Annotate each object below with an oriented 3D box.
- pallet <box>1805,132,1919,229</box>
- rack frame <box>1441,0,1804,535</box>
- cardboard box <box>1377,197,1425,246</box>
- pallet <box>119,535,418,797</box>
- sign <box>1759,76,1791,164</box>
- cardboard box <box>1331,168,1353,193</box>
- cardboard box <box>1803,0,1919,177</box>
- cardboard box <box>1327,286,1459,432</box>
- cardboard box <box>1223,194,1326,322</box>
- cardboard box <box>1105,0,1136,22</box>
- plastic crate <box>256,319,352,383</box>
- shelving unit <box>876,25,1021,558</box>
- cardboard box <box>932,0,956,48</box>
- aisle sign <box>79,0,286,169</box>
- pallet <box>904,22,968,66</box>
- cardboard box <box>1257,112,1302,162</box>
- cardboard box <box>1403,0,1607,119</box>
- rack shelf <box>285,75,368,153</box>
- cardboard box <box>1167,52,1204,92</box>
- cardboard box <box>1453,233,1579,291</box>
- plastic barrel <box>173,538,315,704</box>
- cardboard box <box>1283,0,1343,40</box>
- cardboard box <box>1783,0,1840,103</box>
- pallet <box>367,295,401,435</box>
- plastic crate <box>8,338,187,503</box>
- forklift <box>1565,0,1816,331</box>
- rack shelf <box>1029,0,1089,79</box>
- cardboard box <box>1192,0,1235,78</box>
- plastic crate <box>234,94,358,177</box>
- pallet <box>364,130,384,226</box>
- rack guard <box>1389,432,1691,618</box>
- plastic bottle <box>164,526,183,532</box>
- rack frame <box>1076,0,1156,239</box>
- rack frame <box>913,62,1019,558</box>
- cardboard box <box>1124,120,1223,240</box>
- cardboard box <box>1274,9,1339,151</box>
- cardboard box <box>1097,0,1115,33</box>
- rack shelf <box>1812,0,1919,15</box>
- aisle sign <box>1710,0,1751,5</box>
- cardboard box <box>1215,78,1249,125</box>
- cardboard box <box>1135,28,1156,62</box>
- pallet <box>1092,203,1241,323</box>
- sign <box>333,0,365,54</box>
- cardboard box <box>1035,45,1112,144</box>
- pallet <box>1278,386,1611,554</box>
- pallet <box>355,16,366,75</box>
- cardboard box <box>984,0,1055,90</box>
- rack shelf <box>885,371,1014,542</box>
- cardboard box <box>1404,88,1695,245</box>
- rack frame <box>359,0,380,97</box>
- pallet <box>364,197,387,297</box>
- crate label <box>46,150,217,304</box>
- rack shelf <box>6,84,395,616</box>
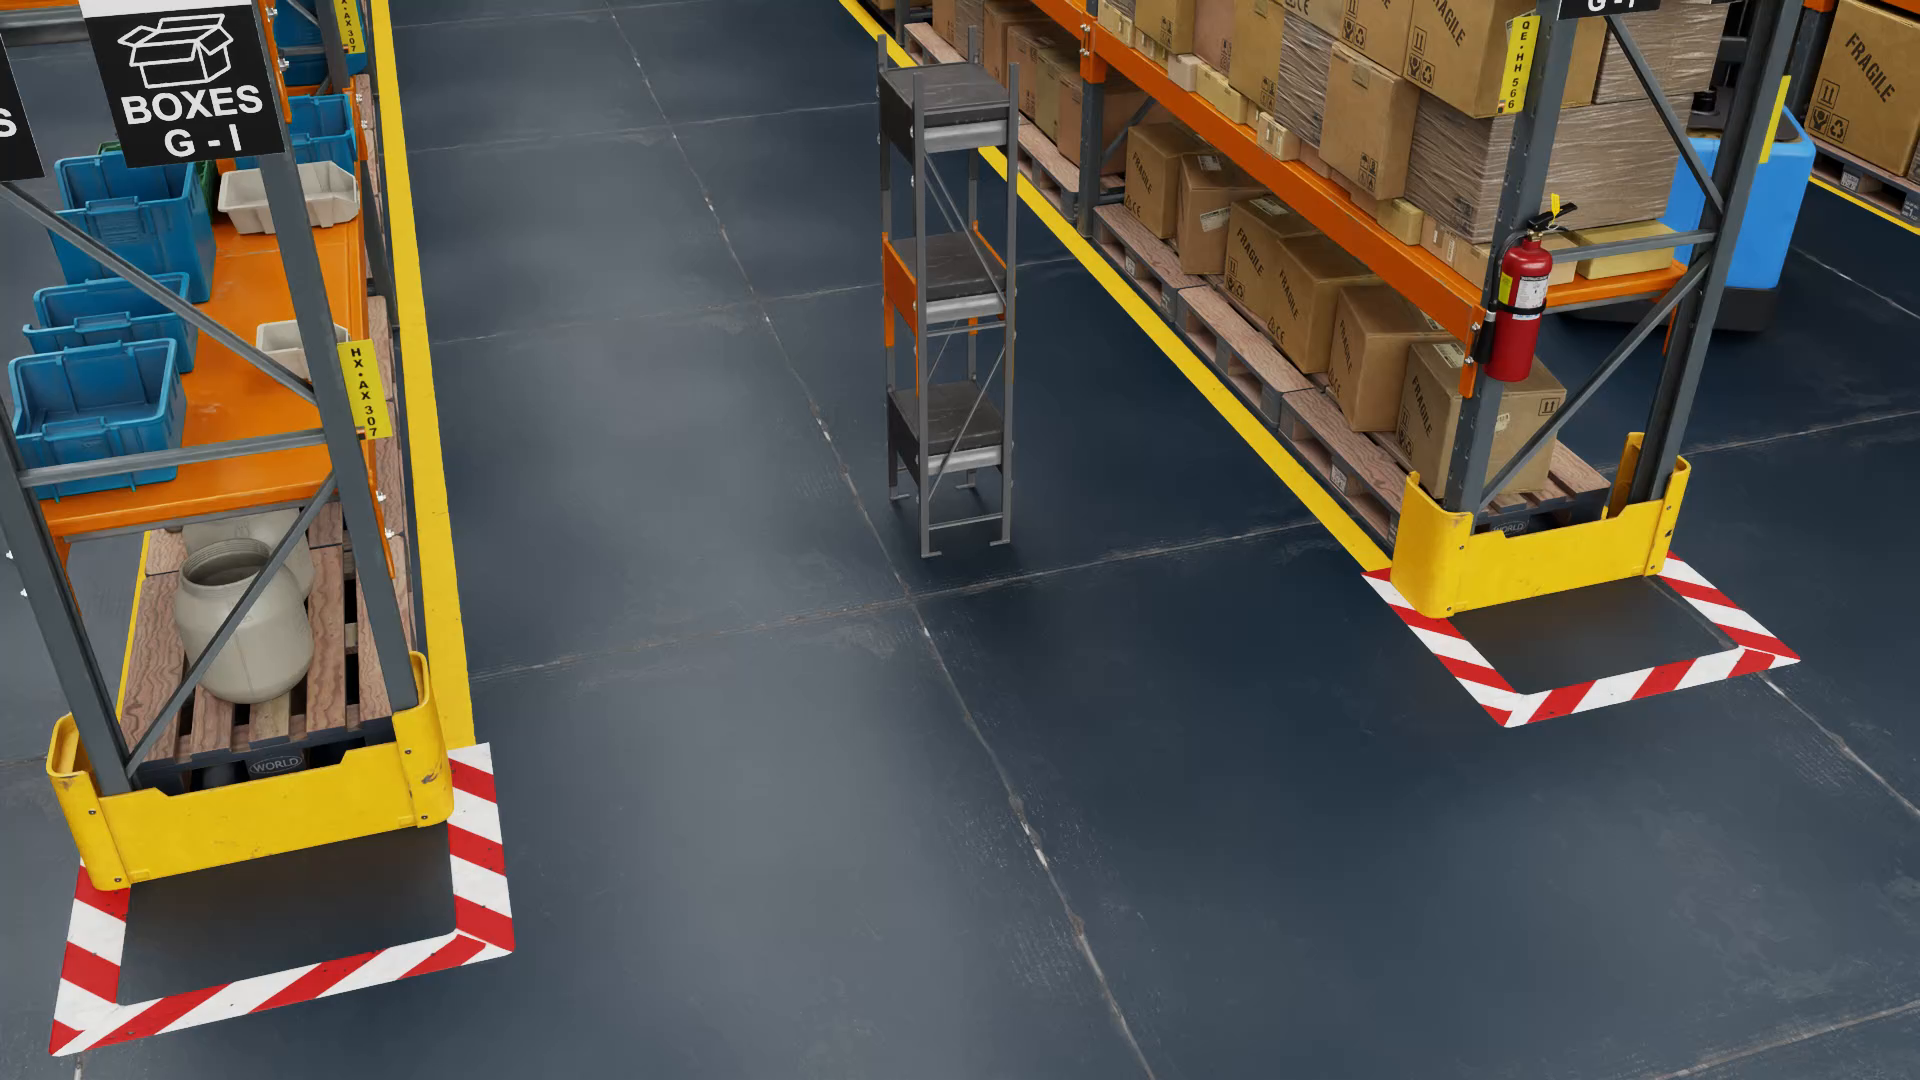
[{"bbox_3d":[6.113,-2.377,10.656,1.003,0.211,1.213,-10,35,-15],"label":"pallet"},{"bbox_3d":[2.421,-1.072,6.151,1.000,3.000,0.127,-10,35,-15],"label":"rack frame"},{"bbox_3d":[1.937,-1.336,6.778,0.380,0.149,0.250,-10,35,-15],"label":"cardboard box"},{"bbox_3d":[-2.607,0.465,6.354,1.003,0.211,1.213,-10,35,-15],"label":"pallet"},{"bbox_3d":[2.938,-1.524,6.051,0.100,0.325,0.005,-10,35,-15],"label":"sign"},{"bbox_3d":[1.838,-1.608,7.190,0.380,0.149,0.250,-10,35,-15],"label":"cardboard box"},{"bbox_3d":[6.081,-2.900,10.464,0.875,0.875,0.875,-9,35,-14],"label":"cardboard box"},{"bbox_3d":[2.032,-0.843,7.691,0.500,0.500,0.500,-1,33,-2],"label":"cardboard box"},{"bbox_3d":[1.731,-1.475,8.648,0.500,0.500,0.500,-13,36,-19],"label":"cardboard box"},{"bbox_3d":[1.279,-3.091,8.846,0.875,0.500,0.500,-10,35,-15],"label":"cardboard box"},{"bbox_3d":[-2.262,-0.653,5.756,0.298,0.136,0.250,-10,35,-15],"label":"plastic crate"},{"bbox_3d":[-0.050,-0.963,6.803,0.431,2.100,0.503,-10,35,-15],"label":"shelving unit"},{"bbox_3d":[0.204,-4.064,12.548,0.700,0.500,0.500,-12,35,-17],"label":"cardboard box"},{"bbox_3d":[-1.995,-1.335,4.191,0.394,0.787,0.004,-10,35,-15],"label":"aisle sign"},{"bbox_3d":[0.218,-3.698,12.655,1.003,0.211,1.213,-10,35,-15],"label":"pallet"},{"bbox_3d":[1.580,-1.852,7.559,0.380,0.149,0.250,-10,35,-15],"label":"cardboard box"},{"bbox_3d":[2.018,-1.902,6.140,0.500,0.500,0.500,-10,35,-15],"label":"cardboard box"},{"bbox_3d":[-4.126,-3.089,9.856,1.077,0.370,4.000,-10,35,-15],"label":"rack shelf"},{"bbox_3d":[1.269,-2.376,8.352,0.380,0.149,0.250,-10,35,-15],"label":"cardboard box"},{"bbox_3d":[2.138,-1.082,6.394,0.380,0.149,0.250,-10,35,-15],"label":"cardboard box"},{"bbox_3d":[-2.569,0.291,5.964,0.421,0.512,0.421,0,33,0],"label":"plastic barrel"},{"bbox_3d":[1.710,-2.426,6.934,0.500,0.500,0.500,-10,35,-15],"label":"cardboard box"},{"bbox_3d":[5.680,-3.500,11.486,1.050,0.750,0.750,-10,35,-15],"label":"cardboard box"},{"bbox_3d":[-3.351,-0.816,8.293,1.003,0.211,1.213,-10,35,-15],"label":"pallet"},{"bbox_3d":[-2.733,-0.389,5.253,0.499,0.251,0.616,-10,35,-15],"label":"plastic crate"},{"bbox_3d":[4.024,-3.126,9.323,1.130,2.935,3.031,5,34,8],"label":"forklift"},{"bbox_3d":[0.591,-3.922,11.117,1.077,0.370,4.000,-10,35,-15],"label":"rack shelf"},{"bbox_3d":[1.647,-2.577,8.068,0.875,0.500,0.500,-10,35,-15],"label":"cardboard box"},{"bbox_3d":[-2.920,-1.741,7.299,0.499,0.251,0.616,-10,35,-15],"label":"plastic crate"},{"bbox_3d":[-4.168,-2.223,10.423,1.003,0.211,1.213,-10,35,-15],"label":"pallet"},{"bbox_3d":[2.398,-0.069,6.900,1.175,0.500,0.348,-10,35,-15],"label":"rack guard"},{"bbox_3d":[-3.274,-0.145,6.888,0.097,0.201,0.097,0,33,0],"label":"plastic bottle"},{"bbox_3d":[1.201,-3.172,9.329,1.000,3.000,0.127,-10,35,-15],"label":"rack frame"},{"bbox_3d":[0.024,-0.835,6.609,0.400,2.100,0.015,-10,35,-15],"label":"rack frame"},{"bbox_3d":[1.285,-2.087,9.574,0.500,0.500,0.500,-11,35,-16],"label":"cardboard box"},{"bbox_3d":[1.901,-2.043,7.260,0.875,0.500,0.500,-10,35,-15],"label":"cardboard box"},{"bbox_3d":[0.980,-2.904,9.151,0.380,0.149,0.250,-10,35,-15],"label":"cardboard box"},{"bbox_3d":[6.565,-2.603,9.120,1.077,0.370,4.000,-10,35,-15],"label":"rack shelf"},{"bbox_3d":[2.726,-2.174,5.461,0.394,0.787,0.004,-10,35,-15],"label":"aisle sign"},{"bbox_3d":[1.450,-2.118,7.963,0.380,0.149,0.250,-10,35,-15],"label":"cardboard box"},{"bbox_3d":[1.147,-2.643,8.757,0.380,0.149,0.250,-10,35,-15],"label":"cardboard box"},{"bbox_3d":[1.439,-1.662,9.573,1.003,0.211,1.213,-10,35,-15],"label":"pallet"},{"bbox_3d":[-2.989,-2.541,8.124,0.100,0.325,0.005,-10,35,-15],"label":"sign"},{"bbox_3d":[0.907,-2.892,10.774,0.700,0.500,0.500,-10,35,-15],"label":"cardboard box"},{"bbox_3d":[2.184,-0.381,7.635,1.003,0.211,1.213,-10,35,-15],"label":"pallet"},{"bbox_3d":[-5.016,-3.683,12.631,1.003,0.211,1.213,-10,35,-15],"label":"pallet"},{"bbox_3d":[0.565,-3.479,11.662,0.700,0.500,0.500,-7,34,-11],"label":"cardboard box"},{"bbox_3d":[-0.050,-0.368,7.196,0.431,0.518,0.480,-10,35,-15],"label":"rack shelf"},{"bbox_3d":[2.279,-1.531,6.485,0.875,0.500,0.500,-10,35,-15],"label":"cardboard box"},{"bbox_3d":[-4.736,-4.439,11.247,1.000,3.000,0.127,-10,35,-15],"label":"rack frame"},{"bbox_3d":[-3.792,-1.581,9.452,1.003,0.211,1.213,-10,35,-15],"label":"pallet"},{"bbox_3d":[-3.115,-1.174,6.274,0.502,0.435,0.616,-10,35,-15],"label":"crate label"},{"bbox_3d":[-2.906,-0.989,6.678,1.077,0.370,4.000,-10,35,-15],"label":"rack shelf"}]
